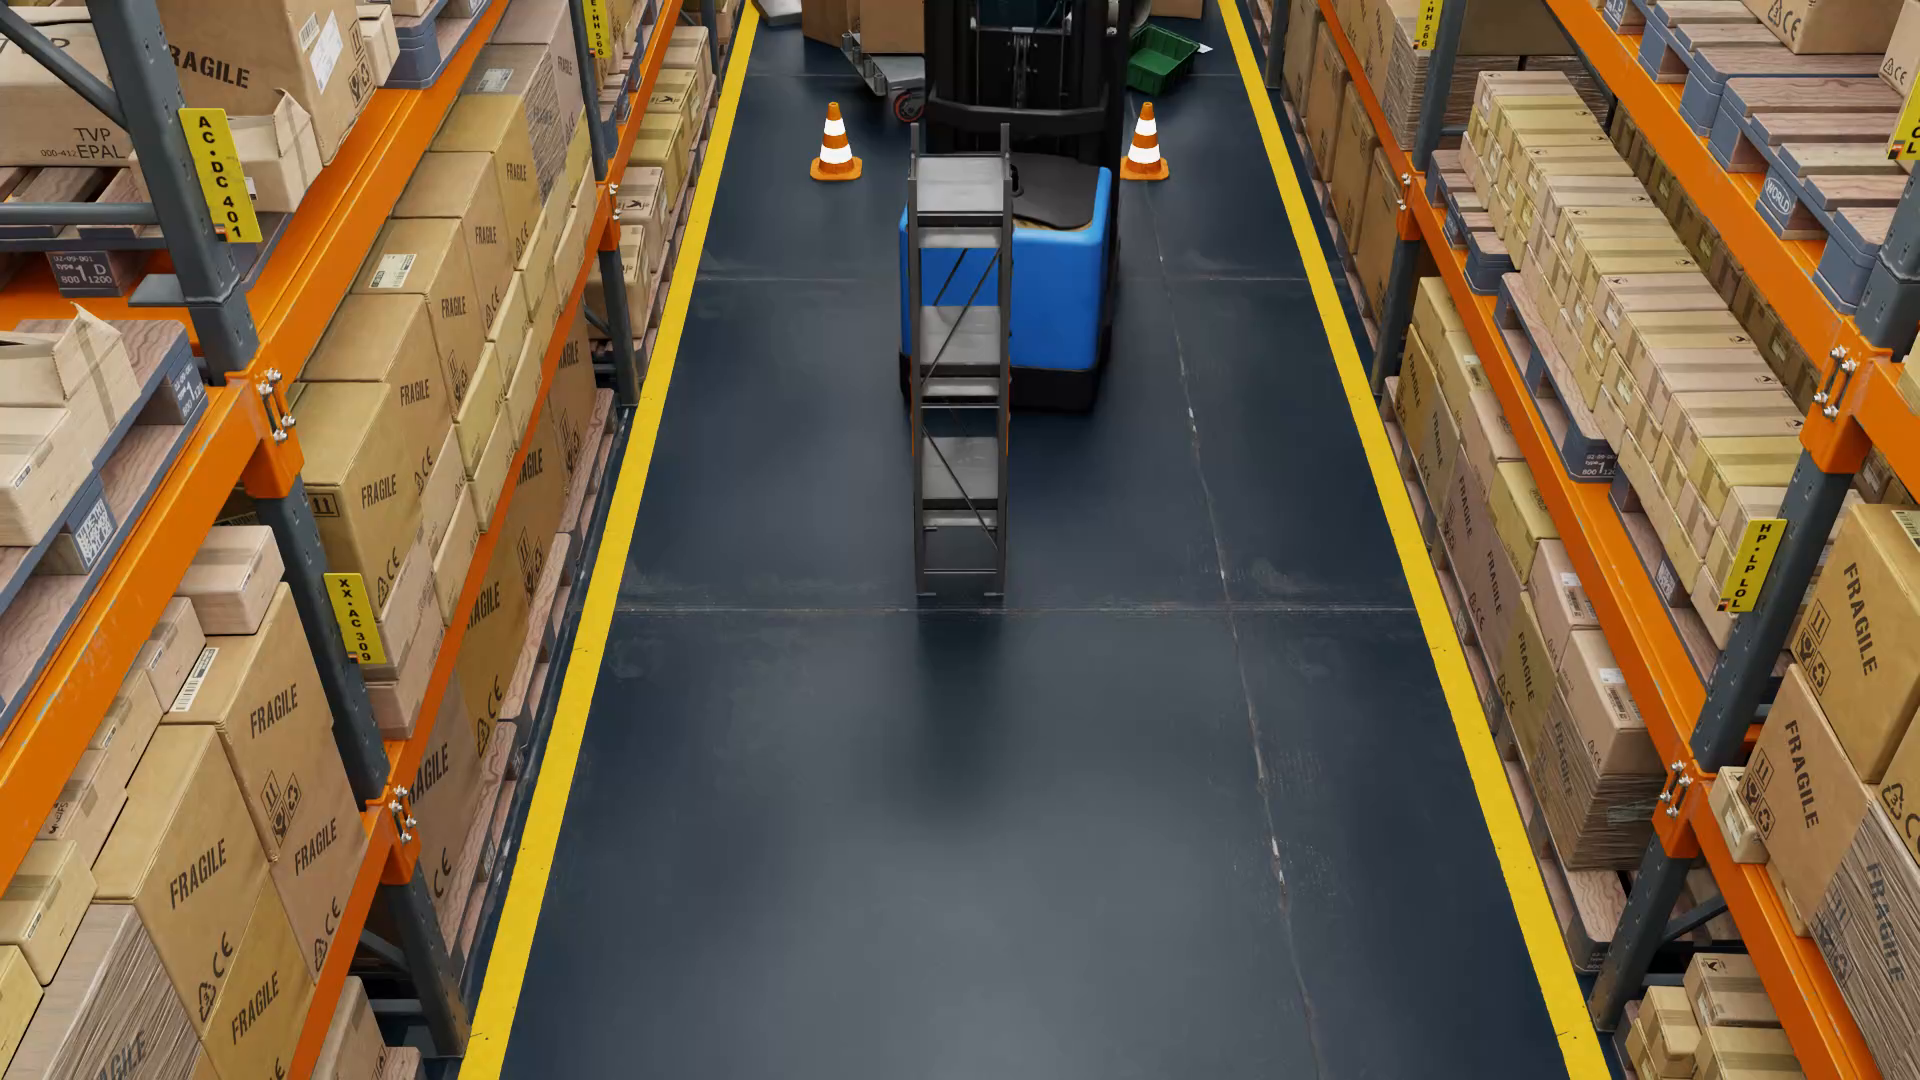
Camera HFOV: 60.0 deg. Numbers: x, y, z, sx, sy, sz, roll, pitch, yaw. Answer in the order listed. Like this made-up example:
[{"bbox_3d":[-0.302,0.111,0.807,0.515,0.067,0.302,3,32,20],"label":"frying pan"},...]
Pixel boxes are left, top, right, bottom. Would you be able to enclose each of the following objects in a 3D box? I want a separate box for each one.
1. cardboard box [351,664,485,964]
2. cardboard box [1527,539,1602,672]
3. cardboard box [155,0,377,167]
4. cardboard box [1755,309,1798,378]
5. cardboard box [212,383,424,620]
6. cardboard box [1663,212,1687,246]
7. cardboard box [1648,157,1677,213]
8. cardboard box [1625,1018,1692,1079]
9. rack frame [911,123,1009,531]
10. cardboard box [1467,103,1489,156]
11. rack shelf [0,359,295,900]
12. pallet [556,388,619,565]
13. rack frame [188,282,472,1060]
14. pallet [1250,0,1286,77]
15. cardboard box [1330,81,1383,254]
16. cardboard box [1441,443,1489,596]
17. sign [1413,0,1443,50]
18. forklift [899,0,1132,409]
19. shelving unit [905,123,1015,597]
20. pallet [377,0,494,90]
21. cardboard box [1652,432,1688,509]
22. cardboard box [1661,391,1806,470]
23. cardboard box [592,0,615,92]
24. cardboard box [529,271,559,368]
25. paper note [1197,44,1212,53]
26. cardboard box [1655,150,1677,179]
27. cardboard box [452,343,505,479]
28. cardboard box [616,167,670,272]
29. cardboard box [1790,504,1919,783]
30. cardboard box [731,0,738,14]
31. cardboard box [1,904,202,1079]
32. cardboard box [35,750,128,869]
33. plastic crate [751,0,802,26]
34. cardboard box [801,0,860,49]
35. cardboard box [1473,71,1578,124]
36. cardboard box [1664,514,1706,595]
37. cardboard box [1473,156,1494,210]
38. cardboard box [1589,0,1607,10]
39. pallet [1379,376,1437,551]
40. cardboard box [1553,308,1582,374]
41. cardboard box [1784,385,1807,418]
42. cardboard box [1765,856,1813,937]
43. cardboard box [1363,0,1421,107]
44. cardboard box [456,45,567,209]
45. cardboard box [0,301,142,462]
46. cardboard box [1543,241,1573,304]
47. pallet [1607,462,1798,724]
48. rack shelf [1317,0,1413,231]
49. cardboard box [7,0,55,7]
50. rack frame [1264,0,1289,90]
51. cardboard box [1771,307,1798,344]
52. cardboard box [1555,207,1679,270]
[{"bbox_3d":[-2.297,0.866,5.879,0.875,0.875,0.875,1,39,1],"label":"cardboard box"},{"bbox_3d":[2.493,0.254,6.344,0.500,0.250,0.500,2,39,2],"label":"cardboard box"},{"bbox_3d":[-1.927,-1.336,4.450,0.500,0.500,0.500,-1,39,-1],"label":"cardboard box"},{"bbox_3d":[3.187,-0.727,6.132,0.380,0.149,0.250,-1,39,-1],"label":"cardboard box"},{"bbox_3d":[-1.929,-0.116,4.862,0.500,0.500,0.500,0,39,0],"label":"cardboard box"},{"bbox_3d":[3.185,-1.265,7.041,0.380,0.149,0.250,-1,39,-1],"label":"cardboard box"},{"bbox_3d":[3.190,-1.522,7.123,0.380,0.149,0.250,1,39,1],"label":"cardboard box"},{"bbox_3d":[2.413,1.698,5.422,0.380,0.149,0.250,-2,39,-2],"label":"cardboard box"},{"bbox_3d":[0.000,-0.868,7.400,0.400,2.100,0.015,0,39,0],"label":"rack frame"},{"bbox_3d":[2.529,-1.859,7.544,0.380,0.149,0.250,2,39,2],"label":"cardboard box"},{"bbox_3d":[-2.214,0.949,2.589,1.077,0.370,4.000,0,39,0],"label":"rack shelf"},{"bbox_3d":[-2.295,-0.332,8.241,1.003,0.211,1.213,0,39,0],"label":"pallet"},{"bbox_3d":[-2.216,0.588,4.863,1.000,3.000,0.127,0,39,0],"label":"rack frame"},{"bbox_3d":[2.802,-3.869,12.654,1.003,0.211,1.213,0,39,0],"label":"pallet"},{"bbox_3d":[2.814,-2.193,9.797,1.050,0.750,0.750,1,39,1],"label":"cardboard box"},{"bbox_3d":[2.484,-0.090,7.372,0.500,0.500,0.500,-1,39,-1],"label":"cardboard box"},{"bbox_3d":[2.174,-2.429,7.702,0.100,0.325,0.005,0,39,0],"label":"sign"},{"bbox_3d":[0.386,-2.746,9.079,1.130,2.935,3.031,5,39,6],"label":"forklift"},{"bbox_3d":[0.000,-0.716,7.210,0.431,2.100,0.503,0,39,0],"label":"shelving unit"},{"bbox_3d":[-2.162,-1.908,5.730,1.003,0.211,1.213,2,39,2],"label":"pallet"},{"bbox_3d":[2.537,-0.229,5.510,0.380,0.149,0.250,2,39,2],"label":"cardboard box"},{"bbox_3d":[2.539,-0.357,5.431,0.380,0.149,0.250,-1,39,-1],"label":"cardboard box"},{"bbox_3d":[-1.990,-2.513,8.080,0.500,0.500,0.500,-1,39,-1],"label":"cardboard box"},{"bbox_3d":[-1.960,-0.904,6.845,0.500,0.250,0.500,0,39,-1],"label":"cardboard box"},{"bbox_3d":[1.818,-3.743,12.641,0.147,0.020,0.142,-28,46,-30],"label":"paper note"},{"bbox_3d":[3.187,-1.651,7.046,0.380,0.149,0.250,1,39,1],"label":"cardboard box"},{"bbox_3d":[-1.937,-0.465,5.897,0.500,0.250,0.500,0,39,1],"label":"cardboard box"},{"bbox_3d":[-2.220,-1.866,9.691,0.950,0.372,0.625,-1,39,-1],"label":"cardboard box"},{"bbox_3d":[2.491,0.259,4.157,0.500,0.500,0.500,1,39,1],"label":"cardboard box"},{"bbox_3d":[-1.968,-4.208,12.711,0.500,0.250,0.500,2,39,3],"label":"cardboard box"},{"bbox_3d":[-1.937,1.090,3.357,0.500,0.500,0.500,0,39,1],"label":"cardboard box"},{"bbox_3d":[-1.997,0.578,3.478,0.380,0.149,0.250,0,39,0],"label":"cardboard box"},{"bbox_3d":[-1.407,-4.257,13.244,0.402,0.080,0.583,-13,40,-16],"label":"plastic crate"},{"bbox_3d":[-0.866,-4.111,12.724,0.500,0.500,0.500,28,46,30],"label":"cardboard box"},{"bbox_3d":[2.536,-1.986,7.464,0.380,0.149,0.250,0,39,0],"label":"cardboard box"},{"bbox_3d":[2.535,0.045,5.406,0.380,0.149,0.250,0,39,0],"label":"cardboard box"},{"bbox_3d":[2.528,-1.598,7.456,0.380,0.149,0.250,2,39,2],"label":"cardboard box"},{"bbox_3d":[2.477,-2.207,5.872,0.500,0.500,0.500,0,39,0],"label":"cardboard box"},{"bbox_3d":[2.729,-0.403,8.329,1.003,0.211,1.213,0,39,0],"label":"pallet"},{"bbox_3d":[2.531,-0.774,6.427,0.380,0.149,0.250,-1,39,-2],"label":"cardboard box"},{"bbox_3d":[3.191,-0.437,6.007,0.380,0.149,0.250,-2,39,-2],"label":"cardboard box"},{"bbox_3d":[2.482,0.959,4.601,0.380,0.149,0.250,1,39,1],"label":"cardboard box"},{"bbox_3d":[2.461,-2.612,8.776,0.500,0.500,0.500,0,39,0],"label":"cardboard box"},{"bbox_3d":[-1.950,-1.698,6.836,0.500,0.500,0.500,1,39,1],"label":"cardboard box"},{"bbox_3d":[-1.895,-0.333,3.306,0.396,0.266,0.258,1,39,1],"label":"cardboard box"},{"bbox_3d":[2.532,-1.054,6.539,0.380,0.149,0.250,0,39,0],"label":"cardboard box"},{"bbox_3d":[2.879,0.119,5.602,1.003,0.211,1.213,0,39,0],"label":"pallet"},{"bbox_3d":[2.727,-2.950,9.853,1.077,0.370,4.000,0,39,0],"label":"rack shelf"},{"bbox_3d":[-6.881,-3.997,12.048,0.500,0.250,0.500,0,39,0],"label":"cardboard box"},{"bbox_3d":[2.725,-4.481,11.189,1.000,3.000,0.127,0,39,0],"label":"rack frame"},{"bbox_3d":[3.191,-0.831,6.024,0.380,0.149,0.250,1,39,2],"label":"cardboard box"},{"bbox_3d":[2.539,-1.167,6.442,0.380,0.149,0.250,1,39,1],"label":"cardboard box"}]
